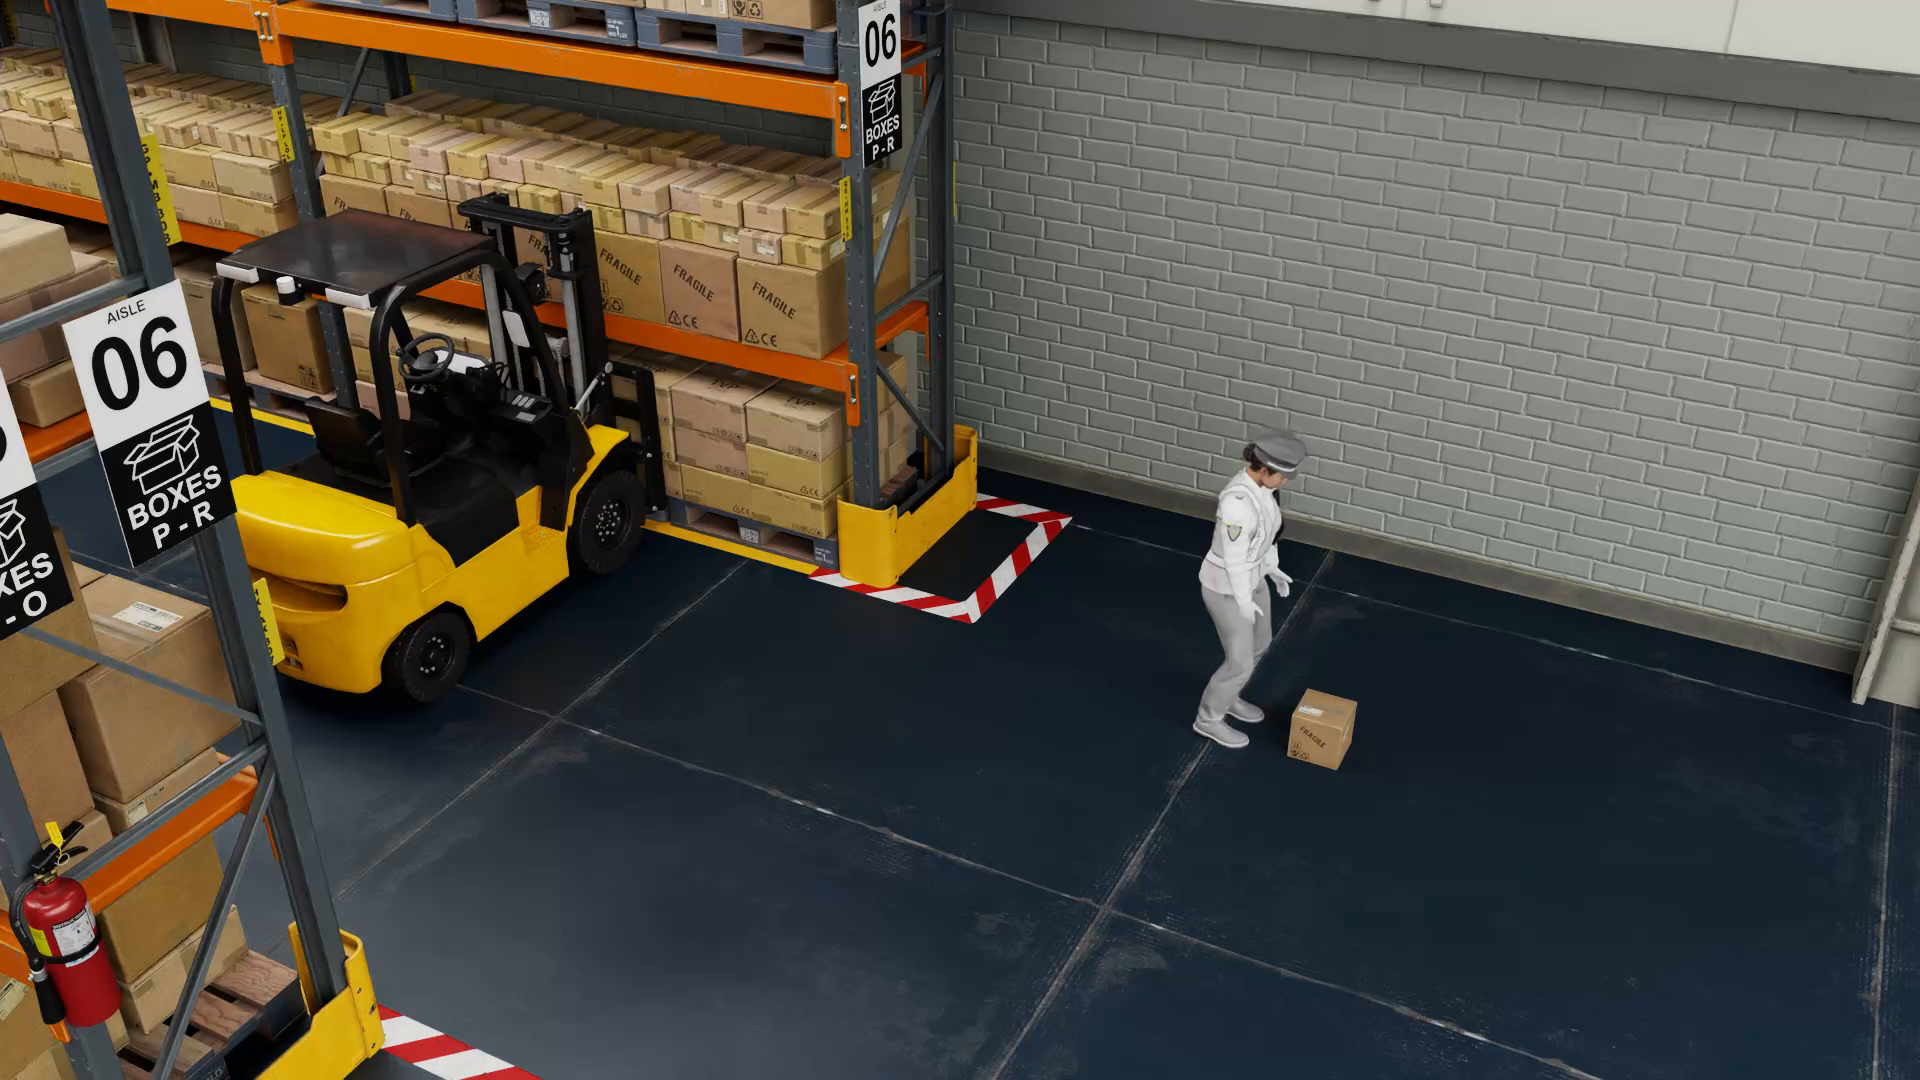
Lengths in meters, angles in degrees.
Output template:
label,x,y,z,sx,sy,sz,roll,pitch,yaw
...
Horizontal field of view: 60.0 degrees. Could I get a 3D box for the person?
label,x,y,z,sx,sy,sz,roll,pitch,yaw
person,1.372,0.215,7.956,0.428,1.635,0.496,15,34,24
